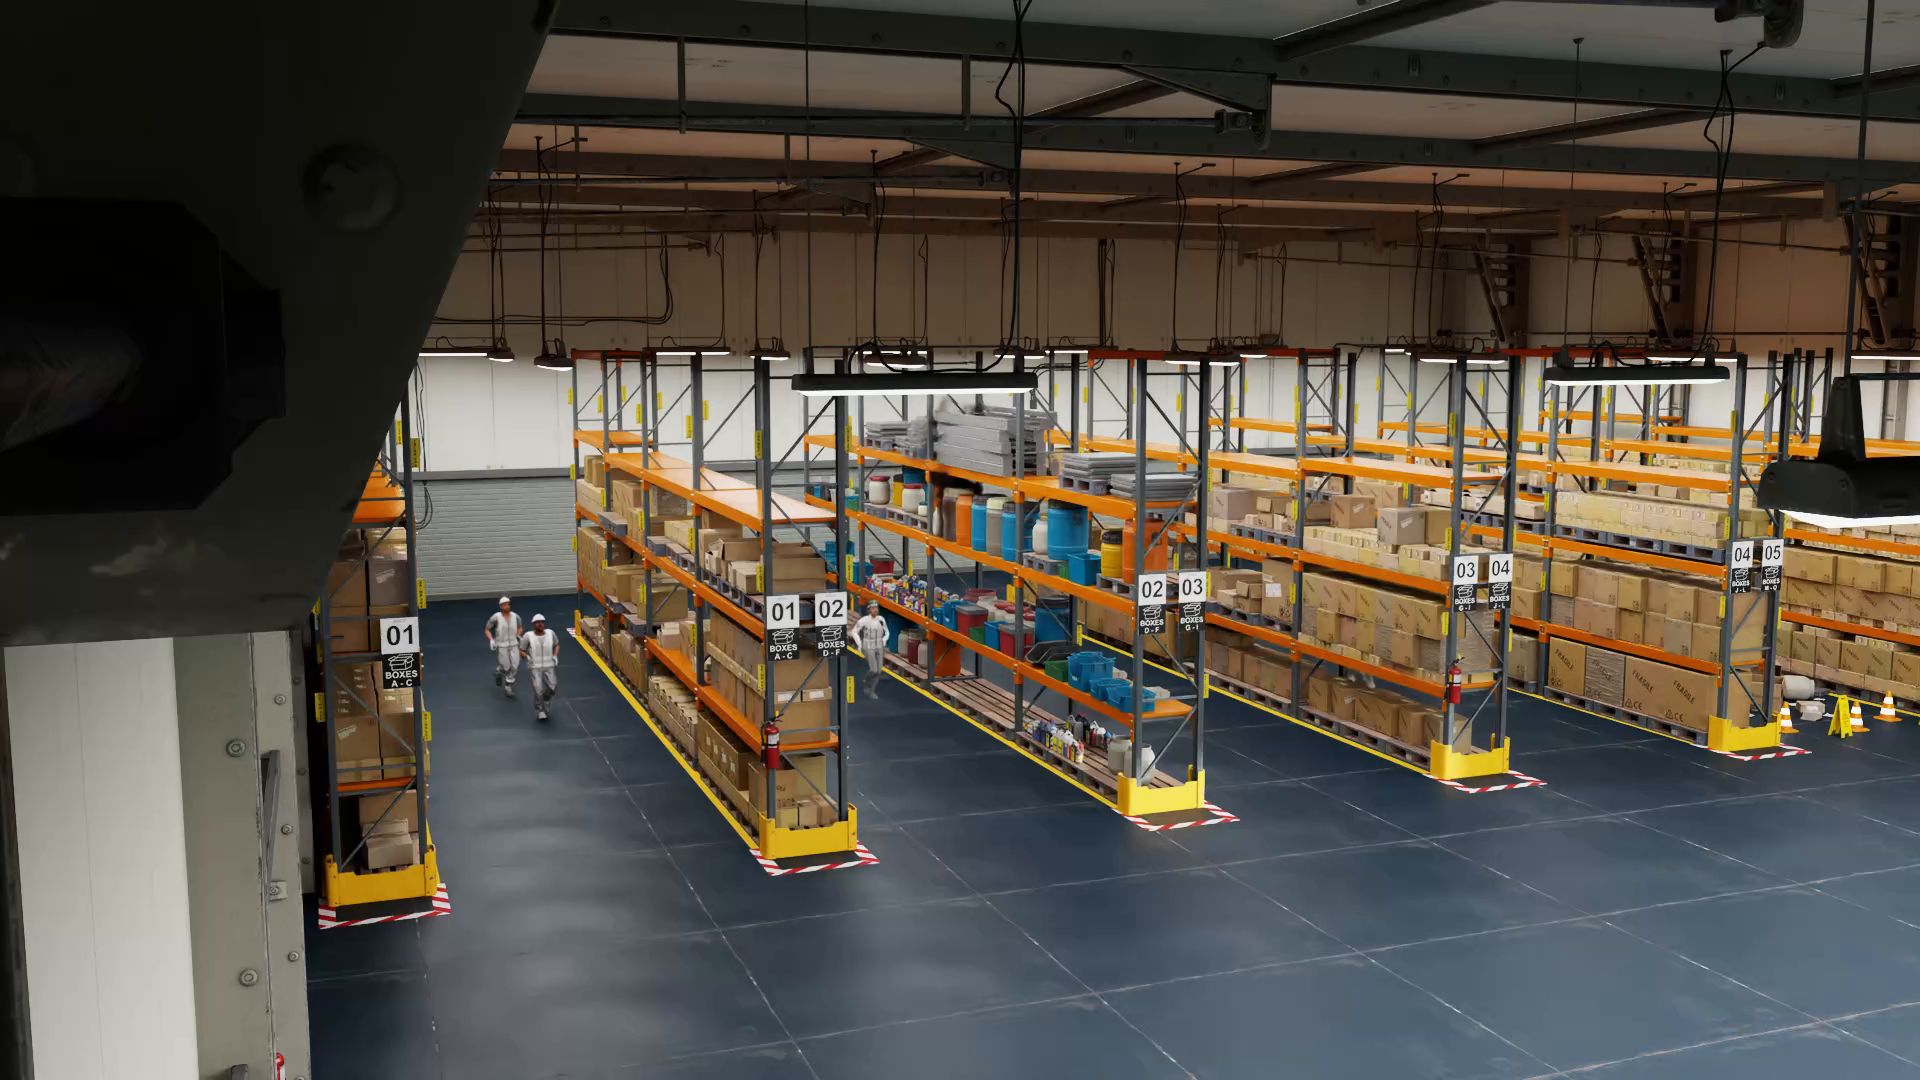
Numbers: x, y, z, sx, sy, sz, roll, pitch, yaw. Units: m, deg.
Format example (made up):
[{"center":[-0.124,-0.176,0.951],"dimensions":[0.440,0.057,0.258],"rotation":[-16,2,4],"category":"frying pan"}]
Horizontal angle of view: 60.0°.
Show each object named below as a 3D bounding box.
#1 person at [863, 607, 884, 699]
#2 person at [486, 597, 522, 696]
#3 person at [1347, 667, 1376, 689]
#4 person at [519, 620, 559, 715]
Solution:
[{"center":[-1.412,1.832,27.464],"dimensions":[0.352,1.626,0.468],"rotation":[-4,8,-27],"category":"person"},{"center":[-7.942,1.856,29.125],"dimensions":[0.627,1.737,0.571],"rotation":[-5,9,-36],"category":"person"},{"center":[7.218,1.767,29.847],"dimensions":[0.708,1.822,0.816],"rotation":[-2,7,-18],"category":"person"},{"center":[-6.860,2.137,27.259],"dimensions":[0.662,1.512,0.557],"rotation":[-3,8,-26],"category":"person"}]
